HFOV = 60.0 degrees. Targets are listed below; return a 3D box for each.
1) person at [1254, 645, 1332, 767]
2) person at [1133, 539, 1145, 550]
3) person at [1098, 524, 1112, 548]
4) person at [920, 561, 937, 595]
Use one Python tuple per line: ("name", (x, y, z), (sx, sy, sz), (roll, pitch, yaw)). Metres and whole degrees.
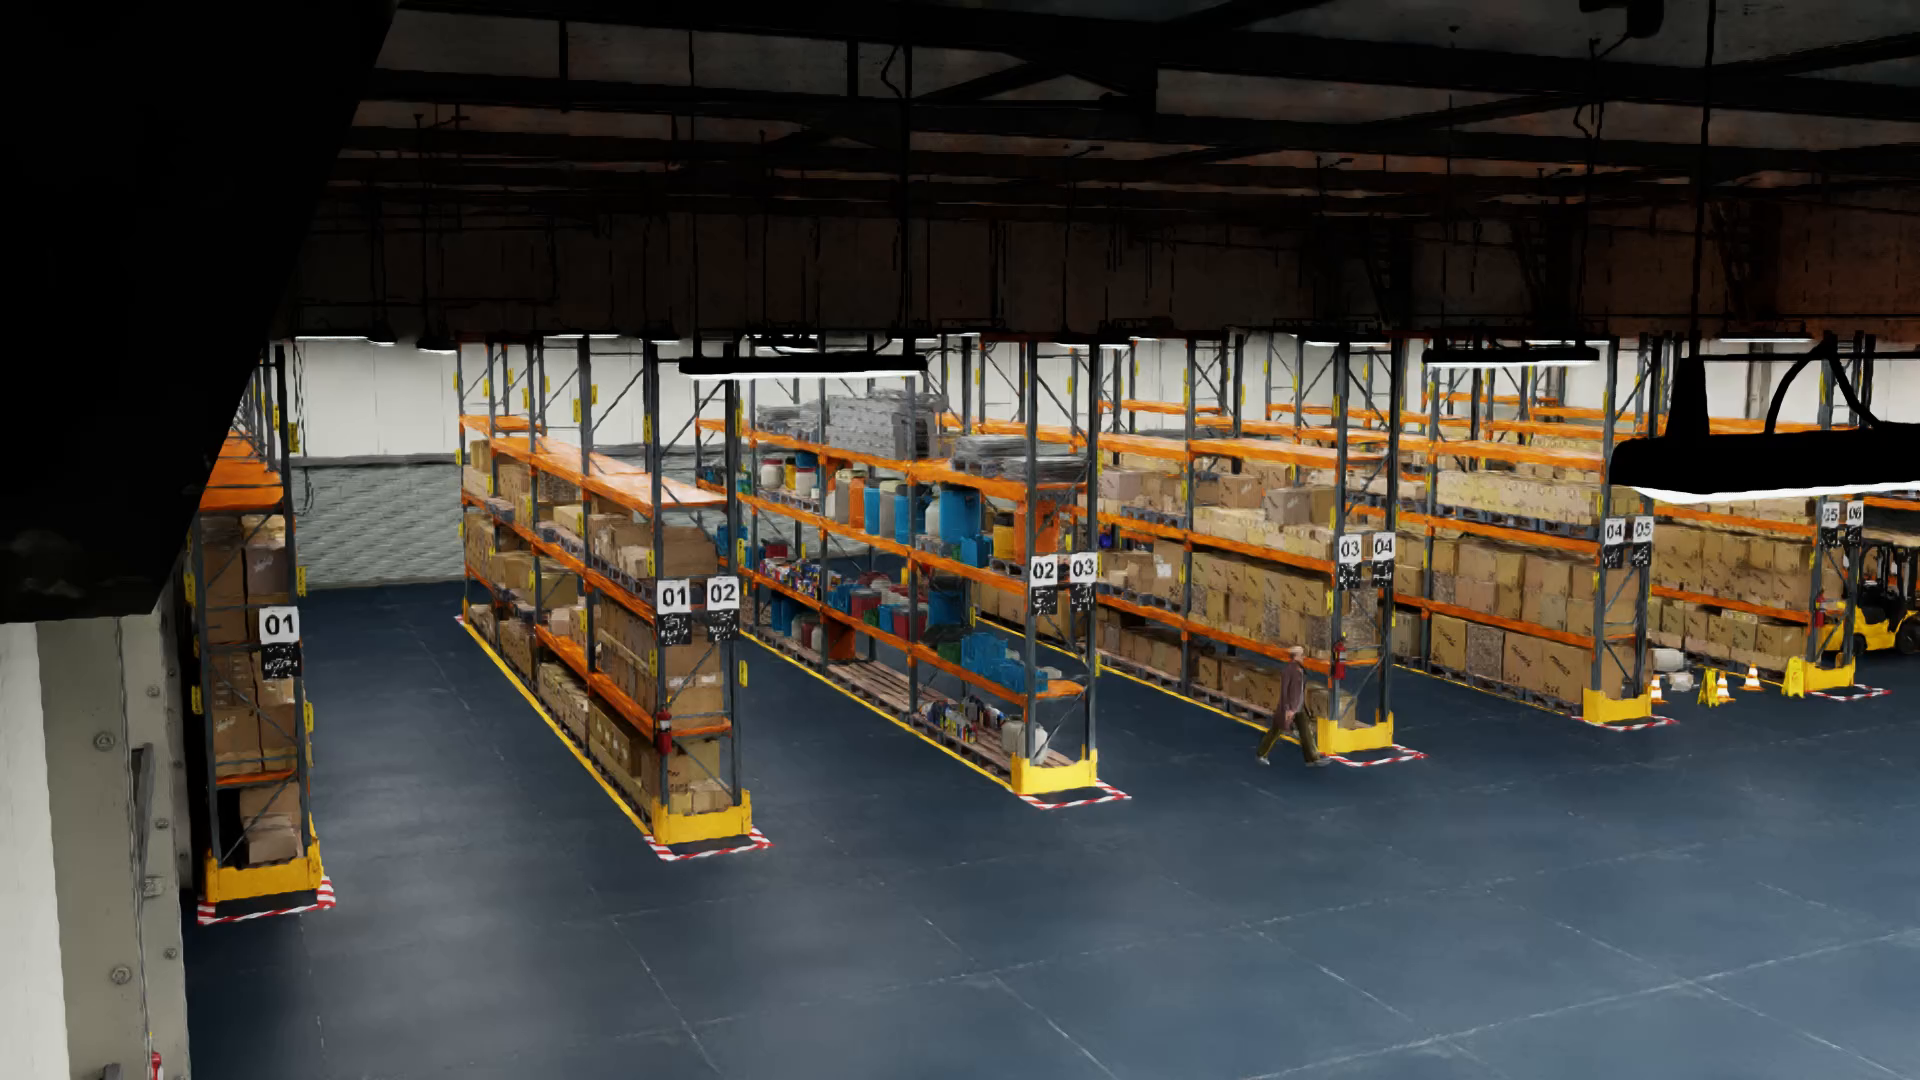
("person", (4.644, 2.335, 23.291), (1.011, 1.749, 0.621), (6, 10, 39))
("person", (4.755, -0.535, 44.885), (0.512, 1.661, 0.538), (2, 8, 12))
("person", (3.298, 0.404, 38.173), (0.592, 1.604, 0.518), (-4, 9, -26))
("person", (-0.667, 0.848, 34.420), (0.413, 1.773, 0.581), (-1, 8, -7))
